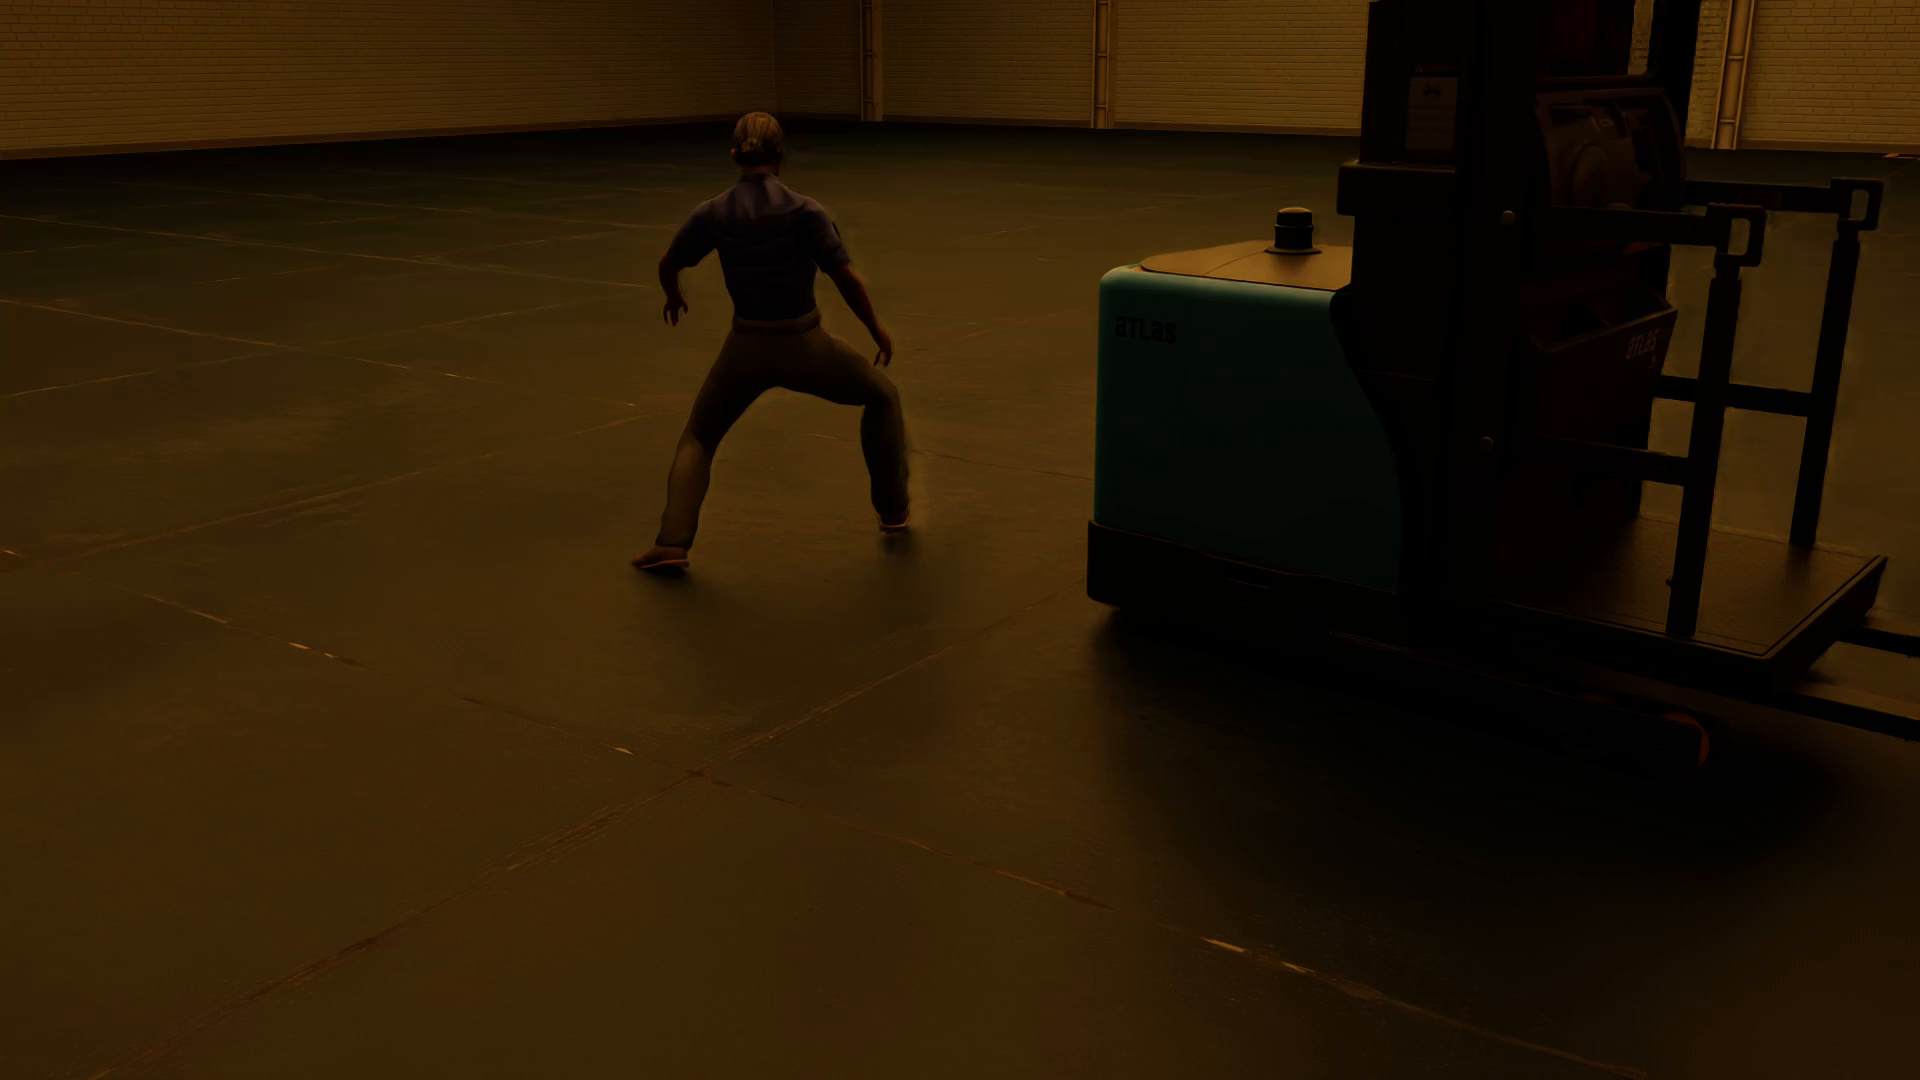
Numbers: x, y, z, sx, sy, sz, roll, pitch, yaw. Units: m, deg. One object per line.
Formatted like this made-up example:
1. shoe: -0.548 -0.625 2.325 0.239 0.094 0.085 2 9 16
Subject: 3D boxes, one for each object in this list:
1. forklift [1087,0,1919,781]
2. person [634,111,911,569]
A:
1. forklift: 1.834 -0.993 4.154 3.031 2.935 1.130 14 22 39
2. person: -0.664 -0.671 5.652 0.906 1.529 0.783 4 17 13
